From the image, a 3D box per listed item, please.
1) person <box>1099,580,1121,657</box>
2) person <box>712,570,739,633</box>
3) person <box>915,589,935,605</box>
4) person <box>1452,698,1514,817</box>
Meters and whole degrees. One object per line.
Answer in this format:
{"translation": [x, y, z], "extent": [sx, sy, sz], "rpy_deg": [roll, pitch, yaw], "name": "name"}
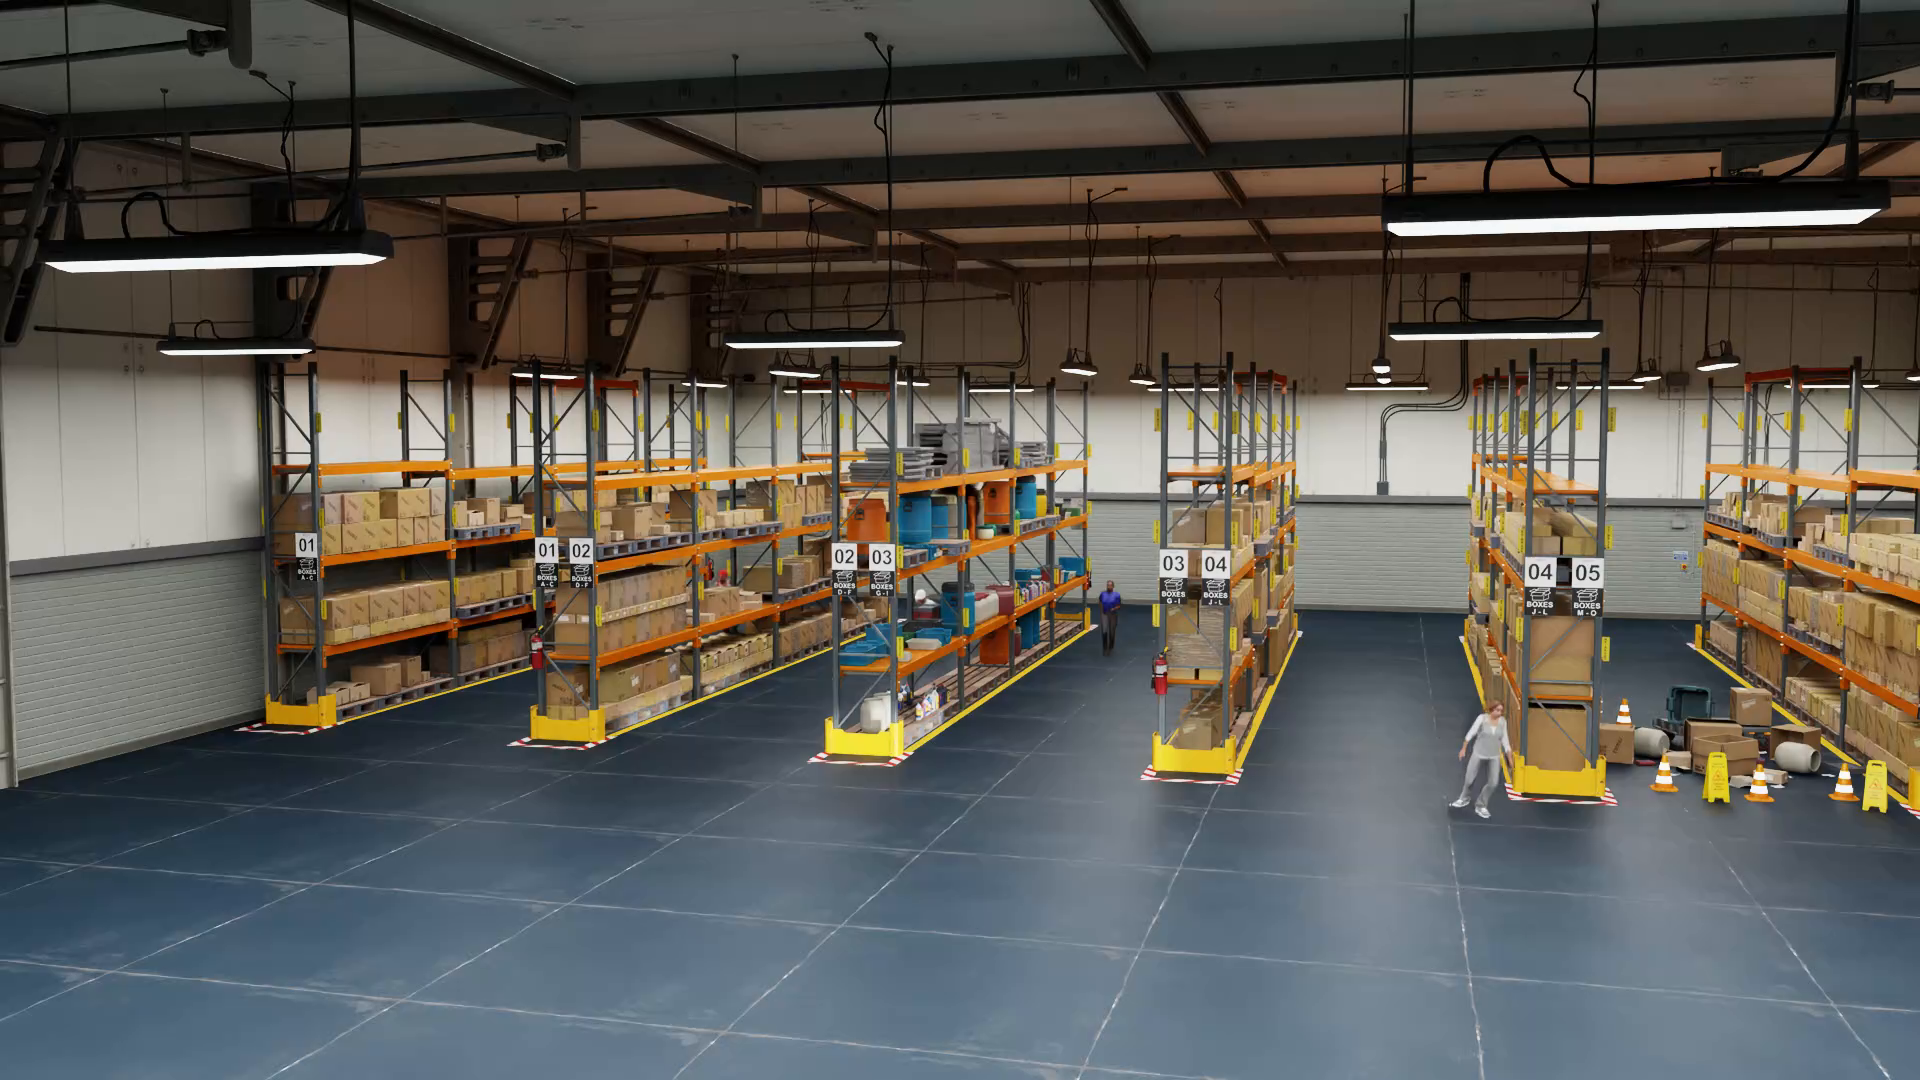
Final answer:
{"translation": [3.218, 1.687, 35.715], "extent": [0.475, 1.670, 0.804], "rpy_deg": [0, 4, 4], "name": "person"}
{"translation": [-5.325, 1.506, 37.905], "extent": [0.691, 1.674, 0.785], "rpy_deg": [0, 4, 3], "name": "person"}
{"translation": [-0.628, 1.770, 35.125], "extent": [0.658, 1.539, 1.178], "rpy_deg": [2, 5, 32], "name": "person"}
{"translation": [6.662, 2.754, 21.187], "extent": [0.664, 1.540, 0.577], "rpy_deg": [0, 4, 1], "name": "person"}
